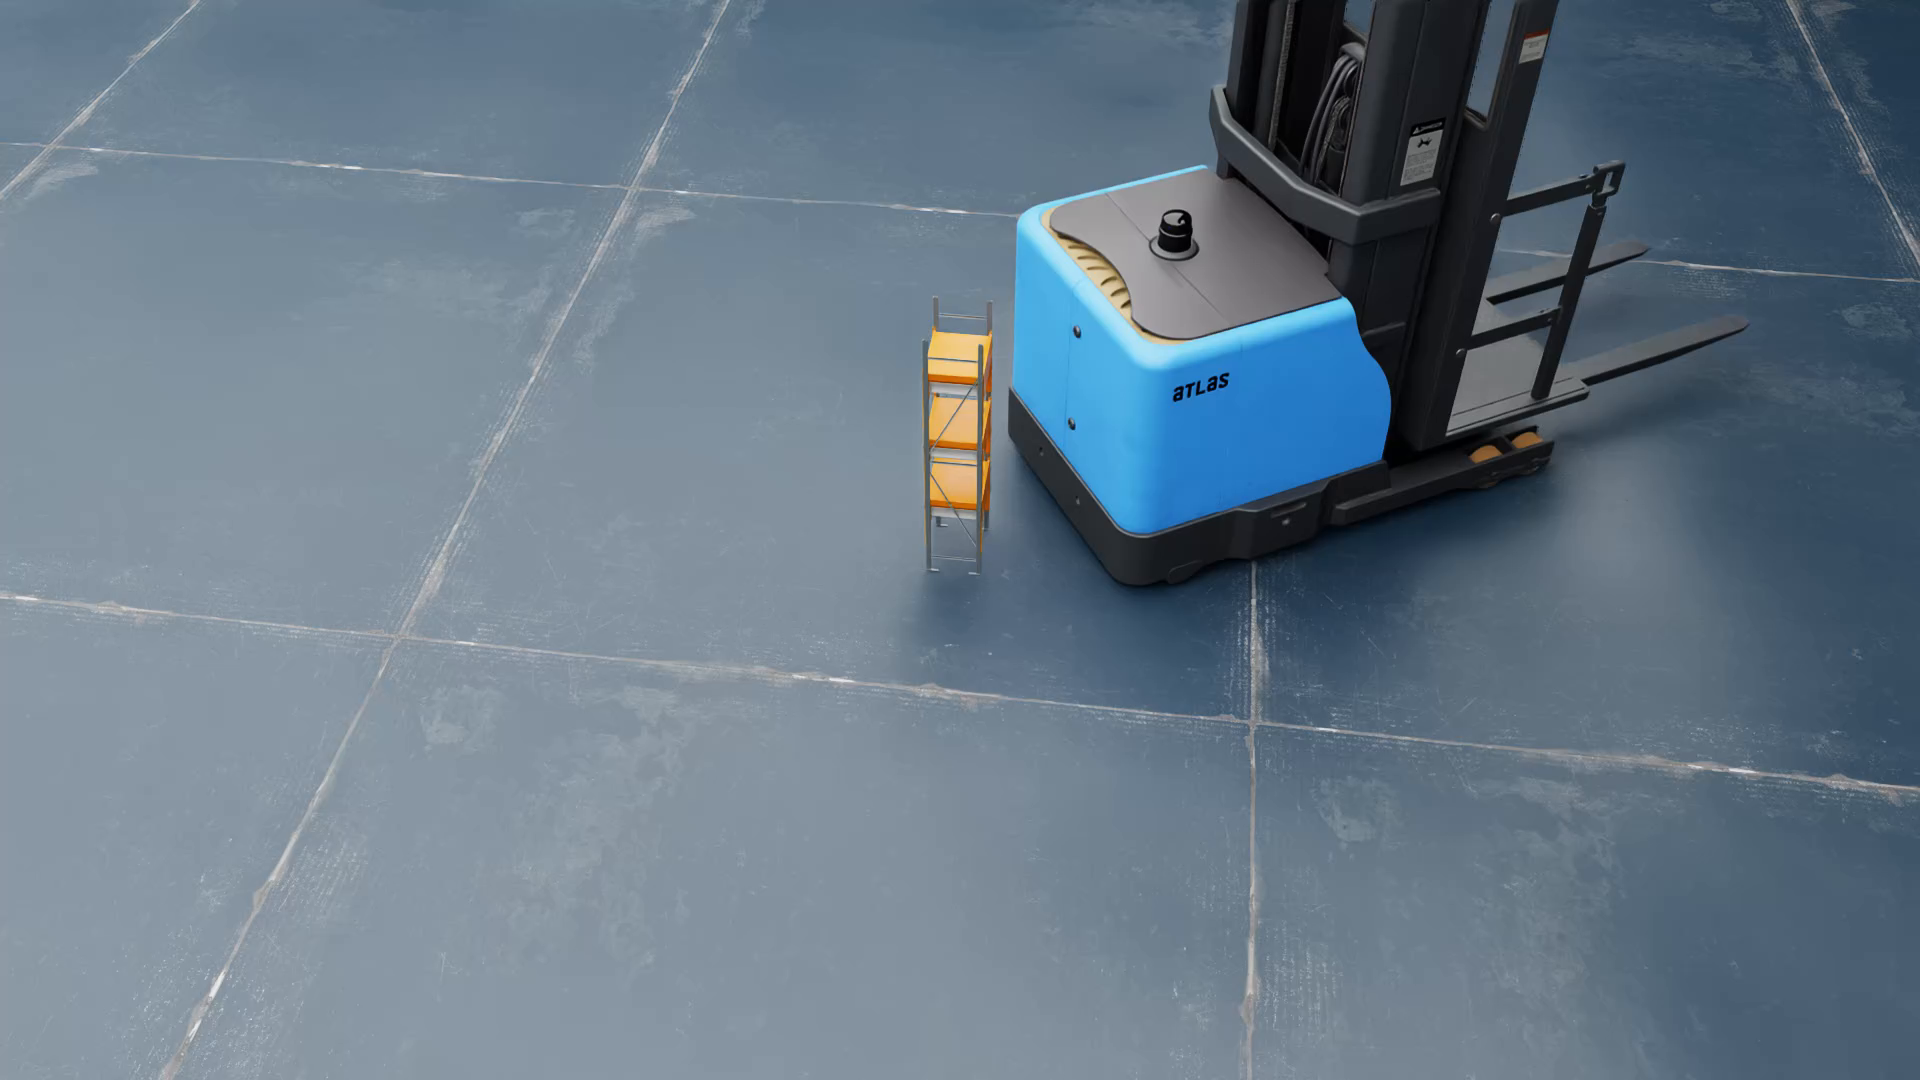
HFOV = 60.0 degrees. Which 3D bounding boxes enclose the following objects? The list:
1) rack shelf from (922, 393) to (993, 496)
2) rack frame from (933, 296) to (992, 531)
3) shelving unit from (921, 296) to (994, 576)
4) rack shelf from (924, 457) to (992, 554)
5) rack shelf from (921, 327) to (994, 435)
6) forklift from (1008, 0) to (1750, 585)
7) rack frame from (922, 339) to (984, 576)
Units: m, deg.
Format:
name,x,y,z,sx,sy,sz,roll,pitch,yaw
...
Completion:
name,x,y,z,sx,sy,sz,roll,pitch,yaw
rack shelf,-0.007,-0.337,5.858,0.215,0.259,0.240,5,44,6
rack frame,0.009,-0.428,5.938,0.200,1.050,0.008,5,44,6
shelving unit,-0.007,-0.345,5.851,0.215,1.050,0.252,5,44,6
rack shelf,-0.007,-0.135,6.049,0.215,0.259,0.240,5,44,6
rack shelf,-0.007,-0.543,5.663,0.215,0.259,0.240,5,44,6
forklift,1.751,-1.581,5.787,3.031,2.935,1.130,-17,46,-17
rack frame,-0.023,-0.262,5.763,0.200,1.050,0.008,5,44,6
